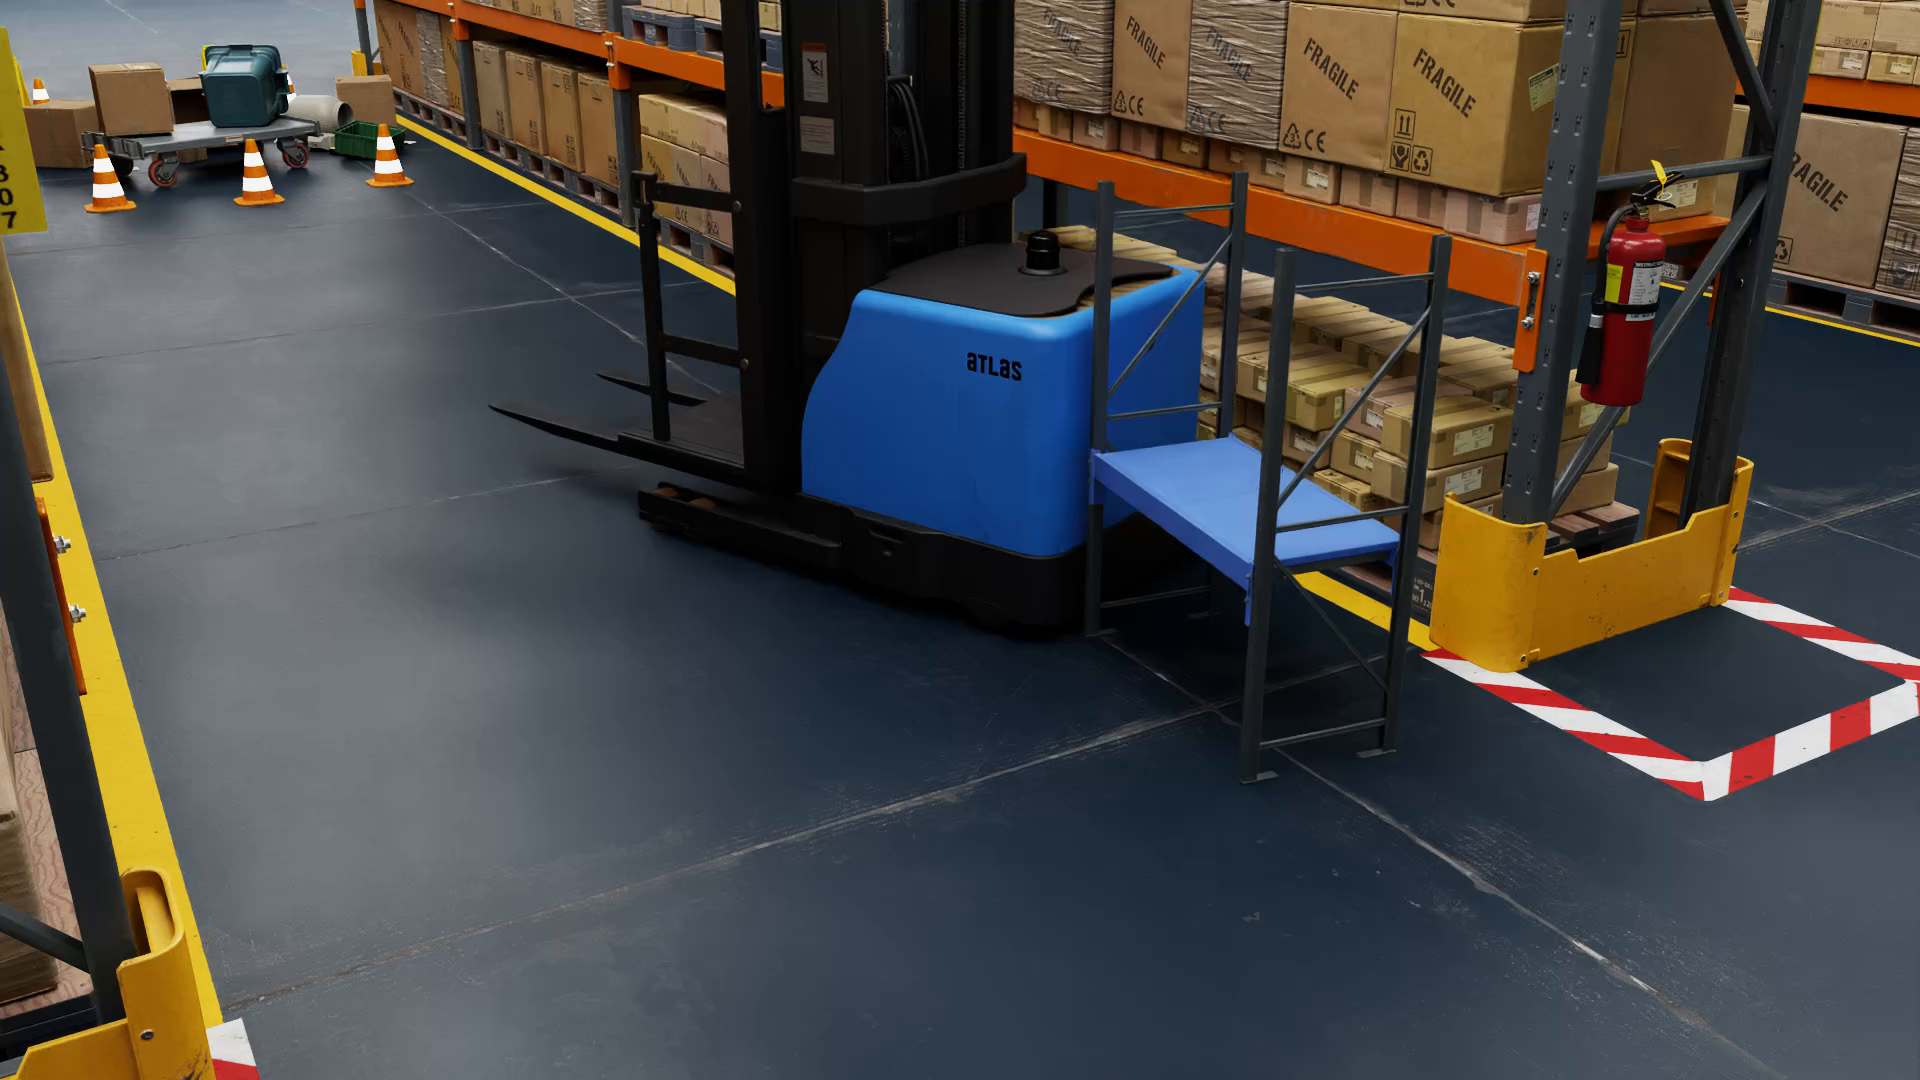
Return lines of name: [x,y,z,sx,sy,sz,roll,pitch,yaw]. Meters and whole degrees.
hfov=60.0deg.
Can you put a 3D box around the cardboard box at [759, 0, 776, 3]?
cardboard box: [-0.936,-3.129,9.407,0.380,0.149,0.250,-12,25,-28]

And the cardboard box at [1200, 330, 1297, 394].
cardboard box: [1.085,-0.697,6.482,0.380,0.149,0.250,-12,25,-26]

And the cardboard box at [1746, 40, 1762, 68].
cardboard box: [4.700,-2.786,9.517,0.380,0.149,0.250,-13,26,-30]

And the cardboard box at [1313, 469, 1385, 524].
cardboard box: [1.490,-0.169,5.973,0.380,0.149,0.250,-12,25,-27]

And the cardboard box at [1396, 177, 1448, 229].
cardboard box: [1.653,-1.124,5.426,0.380,0.149,0.250,-13,25,-28]

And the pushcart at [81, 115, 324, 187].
pushcart: [-6.242,-3.241,13.784,0.936,0.377,1.648,17,28,36]

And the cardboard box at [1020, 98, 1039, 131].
cardboard box: [0.488,-1.891,7.313,0.380,0.149,0.250,-14,26,-31]

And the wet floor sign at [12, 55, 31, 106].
wet floor sign: [-9.397,-4.473,16.458,0.267,0.644,0.232,-4,22,-10]

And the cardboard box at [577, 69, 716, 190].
cardboard box: [-2.163,-3.058,12.281,1.050,0.750,0.750,-13,25,-29]

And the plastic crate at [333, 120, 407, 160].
plastic crate: [-5.188,-3.514,14.632,0.450,0.188,0.662,9,22,-4]

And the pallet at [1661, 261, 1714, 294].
pallet: [4.750,-1.764,10.372,1.003,0.211,1.213,-13,25,-28]

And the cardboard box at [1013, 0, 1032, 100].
cardboard box: [0.409,-2.213,7.244,0.500,0.500,0.500,-13,25,-28]

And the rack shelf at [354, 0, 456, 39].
rack shelf: [-4.995,-5.300,16.323,1.077,0.370,4.000,-13,25,-28]

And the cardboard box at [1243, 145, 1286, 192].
cardboard box: [1.252,-1.371,6.035,0.380,0.149,0.250,-14,26,-31]

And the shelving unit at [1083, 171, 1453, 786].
shelving unit: [0.833,-0.229,4.883,0.538,1.500,1.048,-8,24,-20]

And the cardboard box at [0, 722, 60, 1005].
cardboard box: [-2.470,0.681,3.496,0.875,0.438,0.875,-14,26,-30]

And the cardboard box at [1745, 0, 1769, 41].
cardboard box: [4.694,-3.021,9.565,0.500,0.250,0.500,-13,25,-28]

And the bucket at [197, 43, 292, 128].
bucket: [-6.024,-3.774,13.942,0.726,0.611,0.620,-4,32,-10]

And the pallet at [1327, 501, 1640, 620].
pallet: [1.733,-0.104,6.287,1.003,0.211,1.213,-13,25,-28]

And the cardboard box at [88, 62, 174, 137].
cardboard box: [-6.662,-3.546,13.366,0.500,0.500,0.500,-13,25,-28]

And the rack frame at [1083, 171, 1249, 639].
rack frame: [0.650,-0.407,5.322,0.500,1.500,0.032,-8,24,-20]

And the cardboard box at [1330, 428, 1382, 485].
cardboard box: [1.555,-0.324,5.958,0.380,0.149,0.250,-13,26,-29]

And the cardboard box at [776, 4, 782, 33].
cardboard box: [-0.793,-2.900,9.239,0.380,0.149,0.250,-14,26,-30]

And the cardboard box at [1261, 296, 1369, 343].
cardboard box: [1.492,-0.908,7.000,0.380,0.149,0.250,-12,25,-27]

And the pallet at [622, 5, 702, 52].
pallet: [-1.474,-3.392,10.928,1.213,0.211,1.003,-13,25,-28]

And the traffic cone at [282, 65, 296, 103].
traffic cone: [-6.966,-4.660,17.163,0.336,0.463,0.334,-13,25,-28]

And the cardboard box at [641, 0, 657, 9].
cardboard box: [-1.875,-3.586,10.925,0.380,0.149,0.250,-13,25,-29]

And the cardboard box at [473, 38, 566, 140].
cardboard box: [-3.578,-3.955,14.487,1.050,0.750,0.750,-13,25,-29]

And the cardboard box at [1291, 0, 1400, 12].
cardboard box: [1.450,-2.013,5.425,0.500,0.500,0.500,-14,26,-30]

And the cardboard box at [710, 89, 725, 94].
cardboard box: [-1.355,-2.904,11.239,0.500,0.250,0.500,-13,26,-29]

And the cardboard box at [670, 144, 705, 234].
cardboard box: [-1.528,-2.287,10.718,0.500,0.500,0.500,-12,25,-28]

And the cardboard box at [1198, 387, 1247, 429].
cardboard box: [1.099,-0.562,6.544,0.380,0.149,0.250,-12,25,-27]

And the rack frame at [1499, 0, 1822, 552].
rack frame: [2.157,-1.101,5.037,1.000,3.000,0.127,-13,25,-28]

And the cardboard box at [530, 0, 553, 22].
cardboard box: [-2.900,-4.155,12.418,0.500,0.500,0.500,-13,26,-29]

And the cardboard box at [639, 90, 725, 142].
cardboard box: [-1.786,-2.805,10.995,0.500,0.250,0.500,-14,26,-31]

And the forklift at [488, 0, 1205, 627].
forklift: [-0.617,-1.493,6.092,3.031,2.935,1.130,16,27,34]

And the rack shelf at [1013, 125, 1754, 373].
rack shelf: [1.135,-1.415,6.766,1.077,0.370,4.000,-13,25,-28]

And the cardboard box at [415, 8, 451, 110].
cardboard box: [-4.698,-4.704,16.166,0.875,0.875,0.875,-12,25,-28]

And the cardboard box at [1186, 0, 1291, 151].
cardboard box: [1.180,-1.711,6.011,0.500,0.500,0.500,-13,25,-28]

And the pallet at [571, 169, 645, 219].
pallet: [-2.268,-2.669,12.597,1.003,0.211,1.213,-13,25,-28]

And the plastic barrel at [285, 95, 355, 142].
plastic barrel: [-5.871,-3.865,15.257,0.512,0.421,0.421,4,22,9]

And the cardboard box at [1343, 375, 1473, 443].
cardboard box: [1.590,-0.466,5.912,0.380,0.149,0.250,-12,25,-27]

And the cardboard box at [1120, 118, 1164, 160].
cardboard box: [0.868,-1.630,6.673,0.380,0.149,0.250,-12,25,-26]

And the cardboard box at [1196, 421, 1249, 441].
cardboard box: [1.108,-0.419,6.588,0.380,0.149,0.250,-14,26,-31]

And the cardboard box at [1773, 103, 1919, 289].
cardboard box: [5.157,-2.007,9.530,0.875,0.875,0.875,-13,25,-28]

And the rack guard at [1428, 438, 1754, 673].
rack guard: [2.118,0.032,5.569,1.175,0.500,0.348,-13,25,-28]

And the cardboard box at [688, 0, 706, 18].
cardboard box: [-1.460,-3.324,10.282,0.380,0.149,0.250,-11,25,-26]

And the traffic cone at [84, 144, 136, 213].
traffic cone: [-6.340,-2.694,12.324,0.336,0.463,0.334,-13,25,-28]

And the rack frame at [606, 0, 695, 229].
rack frame: [-1.930,-3.691,11.409,1.000,3.000,0.127,-13,25,-28]

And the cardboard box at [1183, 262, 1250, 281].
cardboard box: [1.100,-1.157,7.613,0.380,0.149,0.250,-14,26,-31]

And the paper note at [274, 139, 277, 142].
paper note: [-6.240,-3.694,15.371,0.172,0.023,0.155,-4,22,-10]

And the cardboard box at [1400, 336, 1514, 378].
cardboard box: [1.919,-0.658,6.385,0.380,0.149,0.250,-13,25,-28]

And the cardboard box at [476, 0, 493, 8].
cardboard box: [-3.677,-4.647,13.628,0.500,0.500,0.500,-12,25,-28]

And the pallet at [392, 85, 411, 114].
pallet: [-5.540,-4.745,17.705,1.003,0.211,1.213,-13,25,-28]

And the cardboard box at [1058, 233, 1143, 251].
cardboard box: [0.684,-1.405,8.224,0.380,0.149,0.250,-12,25,-28]

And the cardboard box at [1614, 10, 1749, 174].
cardboard box: [2.165,-1.484,5.451,0.500,0.500,0.500,-11,25,-26]

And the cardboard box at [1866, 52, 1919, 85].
cardboard box: [5.092,-2.537,8.903,0.380,0.149,0.250,-13,26,-30]

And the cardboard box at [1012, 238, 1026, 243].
cardboard box: [0.112,-1.394,8.196,0.380,0.149,0.250,-11,25,-26]

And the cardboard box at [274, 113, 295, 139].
cardboard box: [-6.434,-3.921,15.607,0.396,0.266,0.258,-8,23,-19]
